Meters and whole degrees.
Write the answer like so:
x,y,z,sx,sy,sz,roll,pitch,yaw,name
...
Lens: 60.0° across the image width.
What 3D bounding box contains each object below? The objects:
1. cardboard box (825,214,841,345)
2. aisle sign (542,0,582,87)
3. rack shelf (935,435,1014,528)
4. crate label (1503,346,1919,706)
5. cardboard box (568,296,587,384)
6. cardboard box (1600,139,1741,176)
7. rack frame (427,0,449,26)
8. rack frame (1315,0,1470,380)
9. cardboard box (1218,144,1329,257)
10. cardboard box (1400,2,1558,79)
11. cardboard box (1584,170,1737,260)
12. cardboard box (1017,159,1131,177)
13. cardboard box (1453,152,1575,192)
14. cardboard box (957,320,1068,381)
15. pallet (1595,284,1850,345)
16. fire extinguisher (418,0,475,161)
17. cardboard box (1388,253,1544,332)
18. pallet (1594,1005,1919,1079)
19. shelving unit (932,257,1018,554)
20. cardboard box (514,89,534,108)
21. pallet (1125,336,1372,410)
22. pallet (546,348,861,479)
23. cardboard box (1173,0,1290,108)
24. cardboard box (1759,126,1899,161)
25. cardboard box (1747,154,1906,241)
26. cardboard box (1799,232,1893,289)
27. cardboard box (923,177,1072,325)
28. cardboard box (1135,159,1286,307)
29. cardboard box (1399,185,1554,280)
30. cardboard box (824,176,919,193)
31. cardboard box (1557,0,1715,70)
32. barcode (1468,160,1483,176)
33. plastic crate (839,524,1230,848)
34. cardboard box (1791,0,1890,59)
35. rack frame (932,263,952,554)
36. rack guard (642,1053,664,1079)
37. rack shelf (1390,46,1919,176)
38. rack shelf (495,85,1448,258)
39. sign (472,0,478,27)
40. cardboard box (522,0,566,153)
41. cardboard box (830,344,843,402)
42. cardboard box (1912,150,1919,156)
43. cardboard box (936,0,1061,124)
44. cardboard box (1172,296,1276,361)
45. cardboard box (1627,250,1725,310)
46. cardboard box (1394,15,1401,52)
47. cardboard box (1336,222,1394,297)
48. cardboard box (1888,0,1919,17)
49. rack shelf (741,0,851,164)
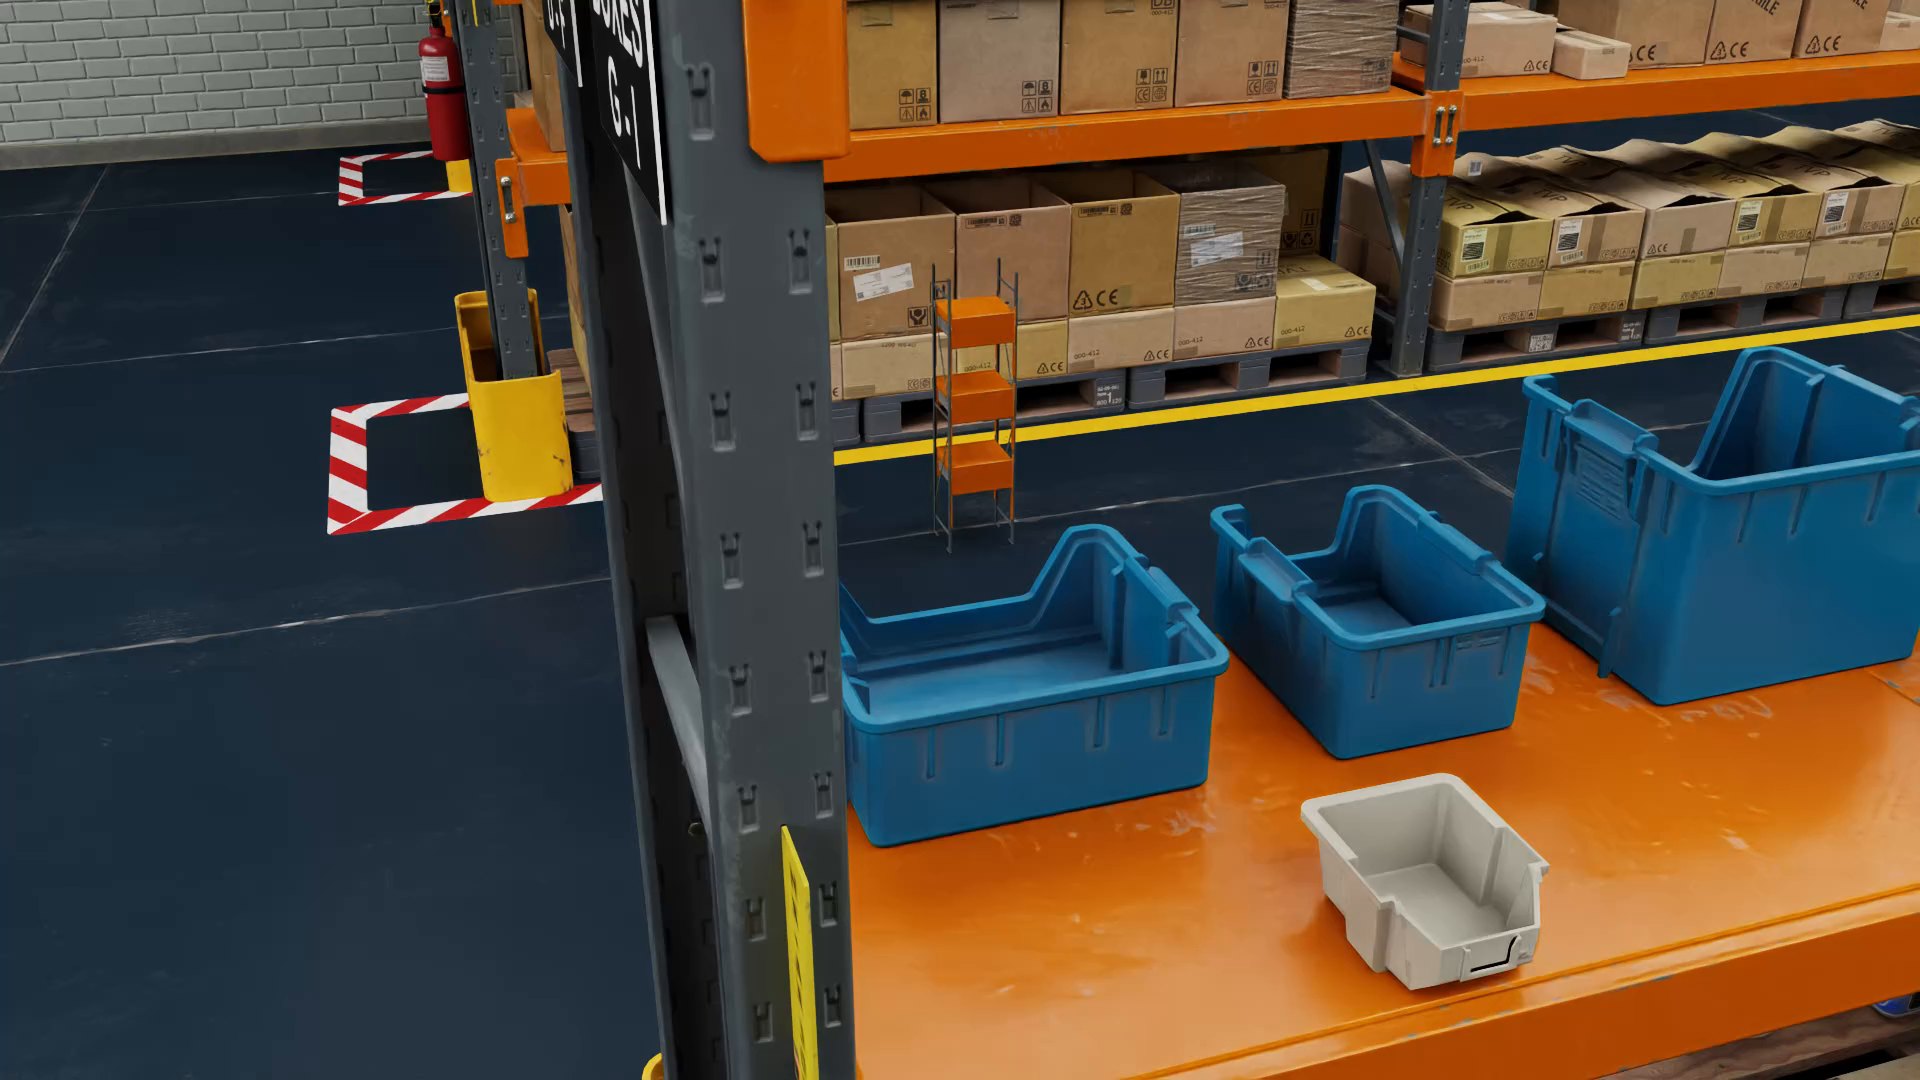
x,y,z,sx,sy,sz,roll,pitch,yaw,name
-0.801,-1.099,6.868,0.500,0.500,0.500,-8,28,-16,cardboard box
-0.485,-0.943,1.852,0.004,0.787,0.394,-8,28,-16,aisle sign
0.051,-0.219,6.160,0.240,0.259,0.215,-8,28,-16,rack shelf
1.342,-0.046,2.930,0.616,0.435,0.502,-8,28,-16,crate label
-1.437,-0.913,7.335,0.500,0.250,0.500,-8,28,-16,cardboard box
3.692,-1.903,8.698,0.500,0.311,0.500,-9,28,-17,cardboard box
-3.393,-3.851,10.635,0.127,3.000,1.000,-8,28,-16,rack frame
1.948,-2.308,7.526,0.127,3.000,1.000,-8,28,-16,rack frame
1.410,-1.669,8.016,0.500,0.500,0.500,-8,28,-16,cardboard box
2.403,-2.327,7.733,0.500,0.250,0.500,-7,27,-13,cardboard box
3.388,-1.606,8.101,0.500,0.311,0.500,-9,28,-18,cardboard box
0.460,-1.531,7.738,0.500,0.500,0.500,-8,28,-16,cardboard box
2.737,-1.767,8.426,0.500,0.311,0.500,-7,27,-15,cardboard box
0.151,-0.900,7.309,0.500,0.250,0.500,-8,28,-16,cardboard box
3.799,-1.347,8.726,1.213,0.211,1.003,-8,28,-16,pallet
-2.111,-1.903,6.797,0.183,0.674,0.296,-8,28,-16,fire extinguisher
2.409,-1.216,7.945,0.500,0.250,0.500,-9,28,-17,cardboard box
1.665,1.280,3.434,1.213,0.211,1.003,-8,28,-16,pallet
0.051,-0.478,6.031,0.252,1.050,0.215,-8,28,-16,shelving unit
-2.707,-2.901,11.250,0.500,0.311,0.500,-12,29,-22,cardboard box
1.179,-0.968,7.961,1.213,0.211,1.003,-8,28,-16,pallet
-1.141,-0.632,7.285,1.213,0.211,1.003,-8,28,-16,pallet
1.029,-2.214,7.224,0.500,0.500,0.700,-9,28,-17,cardboard box
4.666,-2.043,8.981,0.500,0.311,0.500,-9,28,-17,cardboard box
4.357,-1.748,8.387,0.500,0.311,0.500,-8,28,-16,cardboard box
4.359,-1.500,8.517,0.500,0.250,0.500,-8,27,-15,cardboard box
0.151,-1.235,7.141,0.500,0.500,0.500,-8,28,-16,cardboard box
1.096,-1.380,7.434,0.500,0.500,0.500,-8,28,-16,cardboard box
2.418,-1.468,7.822,0.500,0.311,0.500,-8,28,-16,cardboard box
-0.491,-1.393,7.460,0.500,0.500,0.500,-8,28,-16,cardboard box
3.185,-2.524,7.849,0.500,0.500,0.500,-6,27,-12,cardboard box
2.320,-1.675,7.487,0.075,0.075,0.001,-8,28,-16,barcode
0.059,0.209,2.624,0.616,0.251,0.499,-8,28,-16,plastic crate
4.161,-2.666,8.134,0.500,0.500,0.500,-10,28,-19,cardboard box
-0.065,-0.461,5.998,0.008,1.050,0.200,-8,28,-16,rack frame
-0.267,1.427,2.814,0.348,0.500,1.175,-8,28,-16,rack guard
3.850,-2.261,8.241,4.000,0.370,1.077,-8,28,-16,rack shelf
0.047,-1.711,7.131,4.000,0.370,1.077,-8,28,-16,rack shelf
-1.689,-1.945,5.732,0.005,0.325,0.100,-8,28,-16,sign
-1.407,-1.861,6.513,0.500,0.500,0.700,-8,28,-16,cardboard box
-0.802,-0.764,7.036,0.500,0.250,0.500,-8,28,-16,cardboard box
5.330,-1.891,8.674,0.500,0.311,0.500,-8,27,-15,cardboard box
0.064,-2.075,6.945,0.500,0.500,0.700,-7,27,-15,cardboard box
1.097,-1.044,7.599,0.500,0.250,0.500,-8,28,-16,cardboard box
3.387,-1.358,8.232,0.500,0.250,0.500,-9,28,-18,cardboard box
3.020,-3.888,13.024,0.500,0.500,0.700,-8,28,-16,cardboard box
2.253,-1.444,8.406,0.500,0.250,0.500,-9,28,-17,cardboard box
4.841,-2.778,8.572,0.500,0.311,0.500,-9,28,-17,cardboard box
1.577,-0.959,2.245,4.000,0.370,1.077,-8,28,-16,rack shelf
